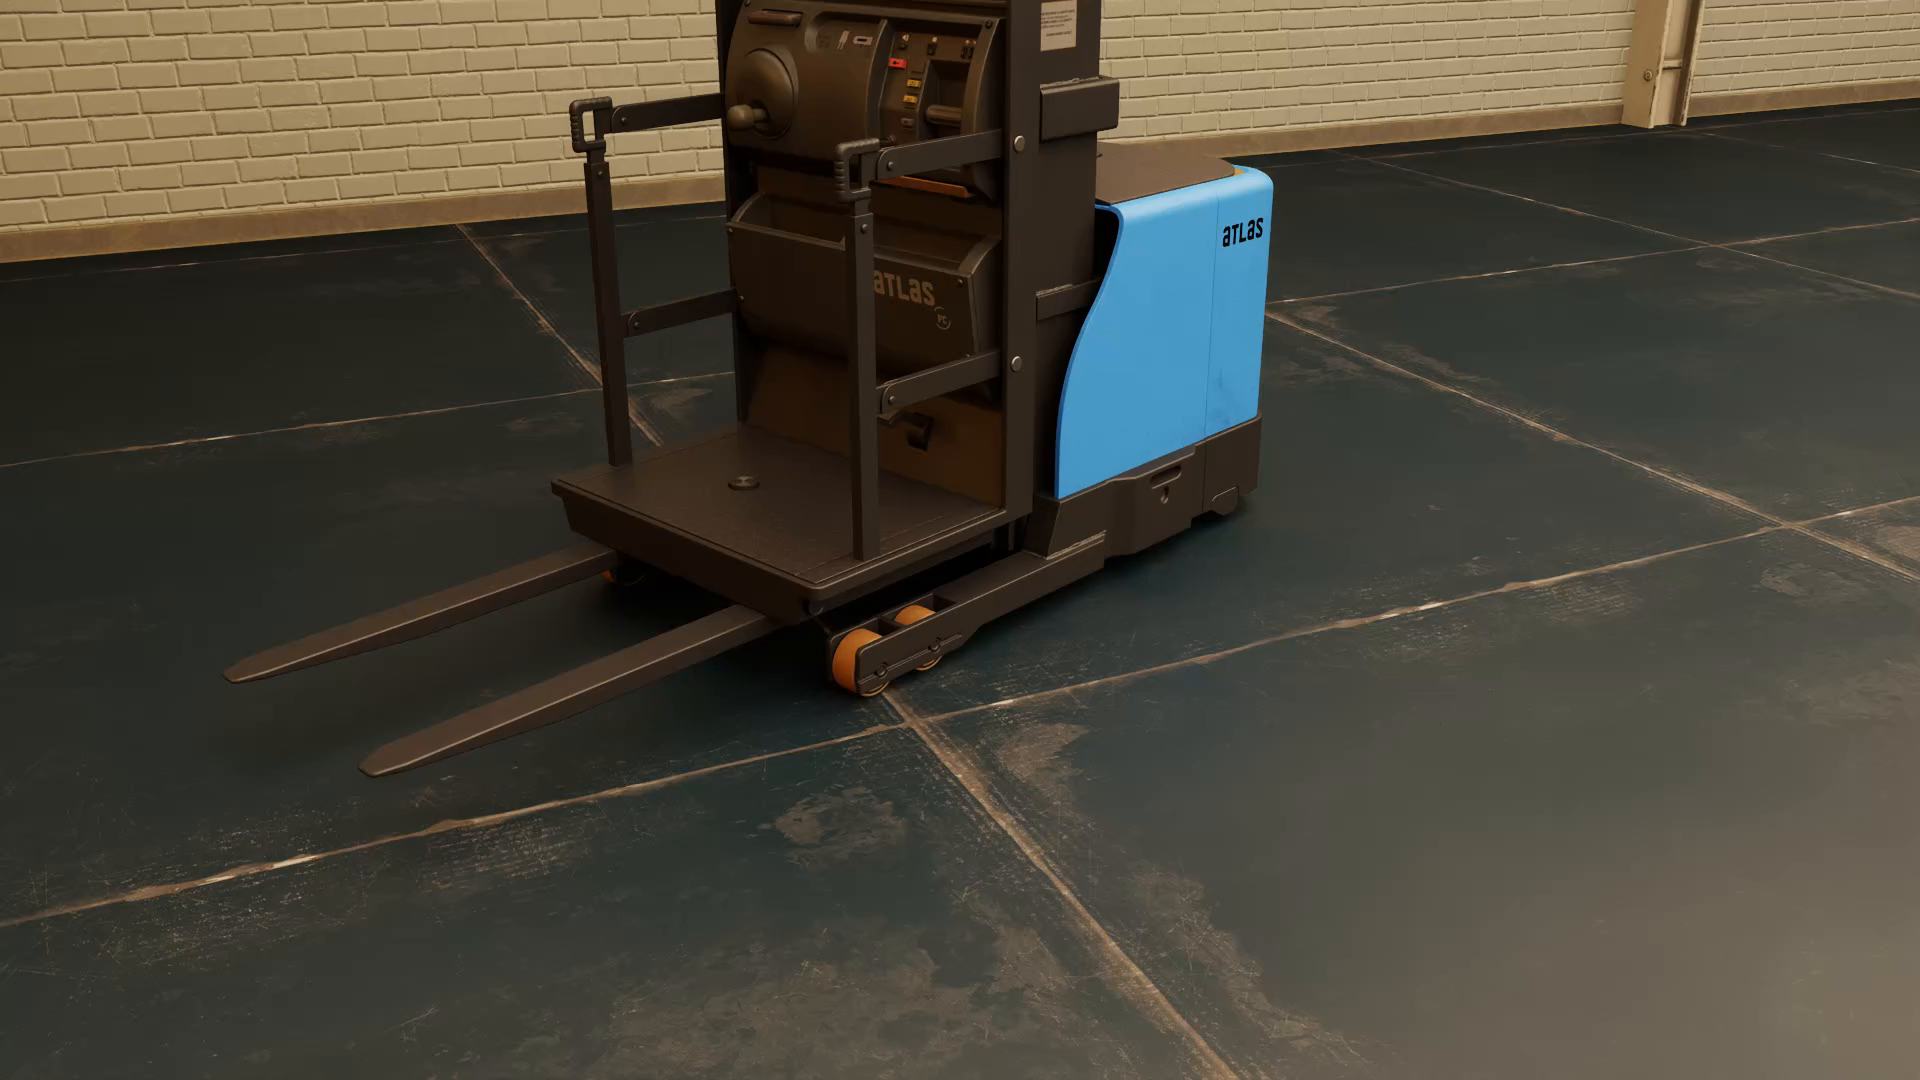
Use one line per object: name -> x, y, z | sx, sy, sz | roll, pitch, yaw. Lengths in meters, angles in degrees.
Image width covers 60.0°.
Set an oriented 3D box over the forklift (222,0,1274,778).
forklift -> -0.413, -1.182, 4.131 | 1.130, 2.935, 3.031 | 19, 29, 39
